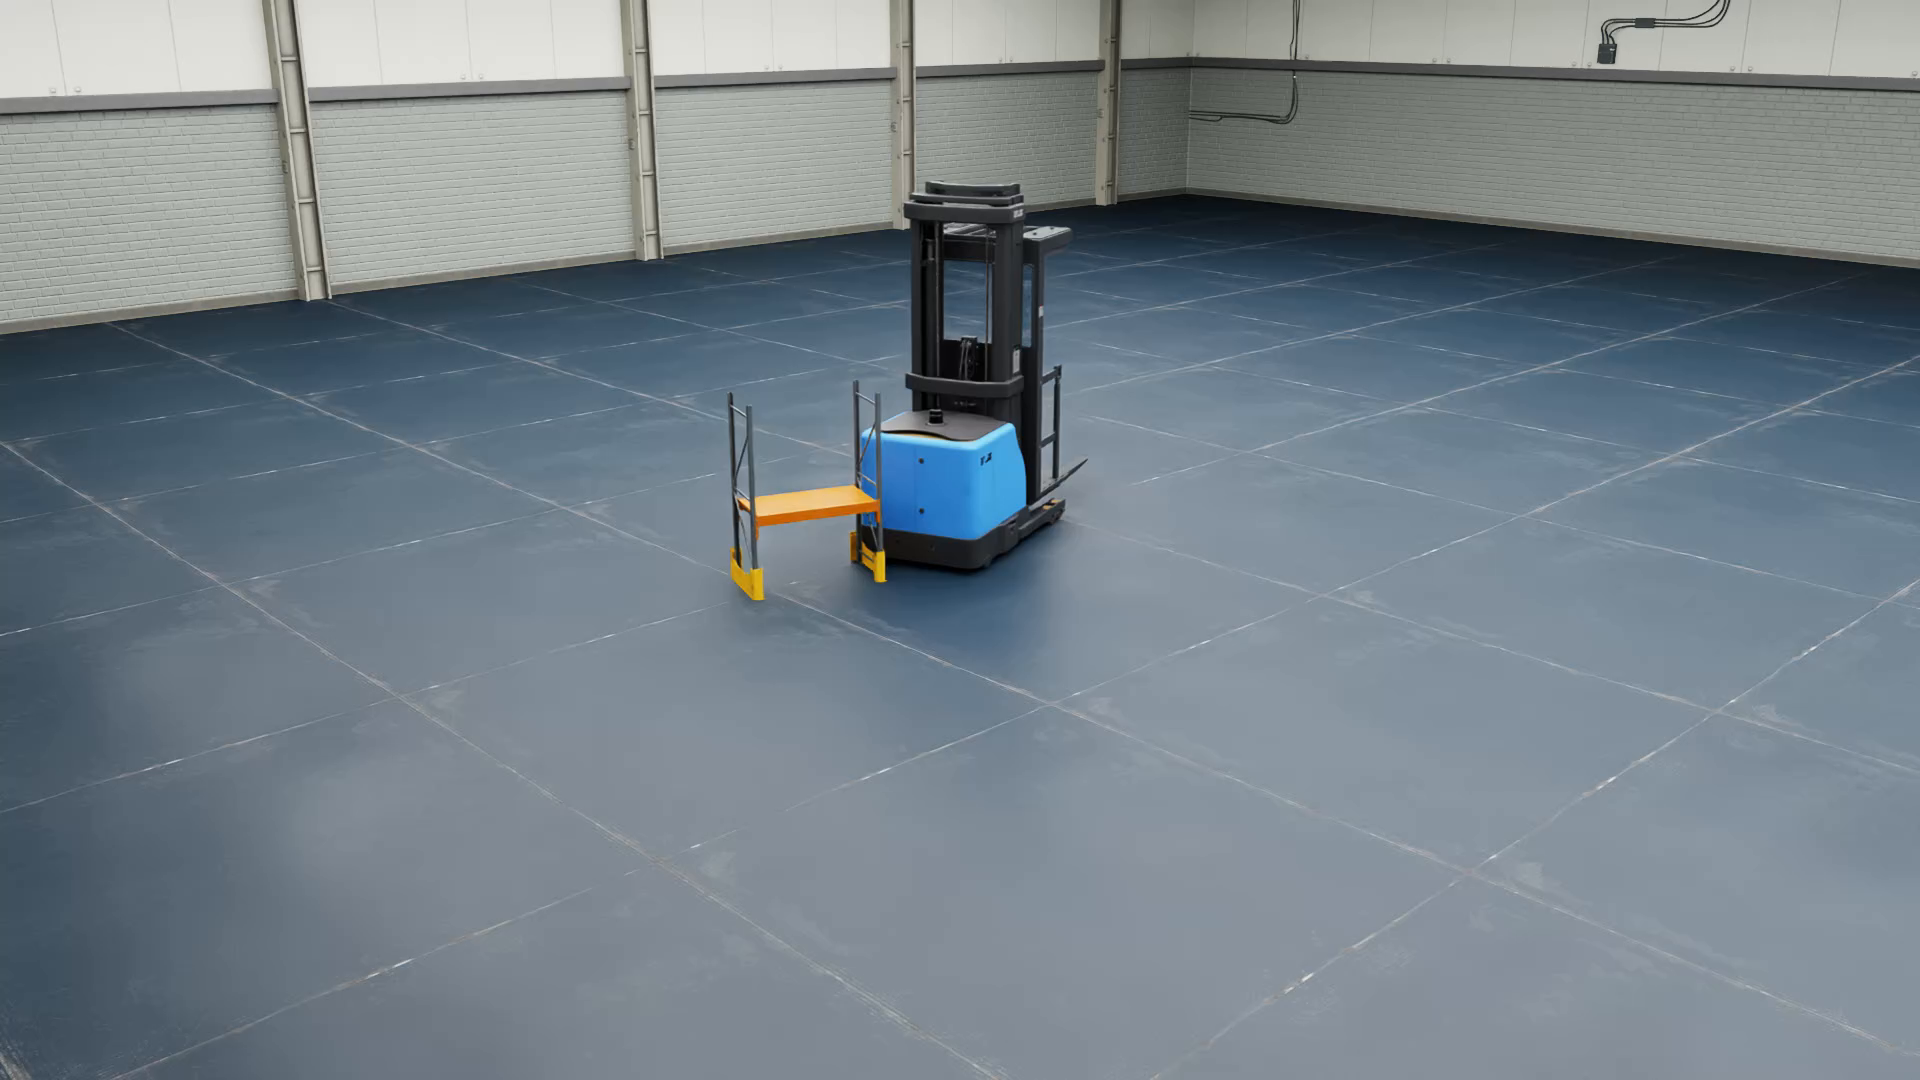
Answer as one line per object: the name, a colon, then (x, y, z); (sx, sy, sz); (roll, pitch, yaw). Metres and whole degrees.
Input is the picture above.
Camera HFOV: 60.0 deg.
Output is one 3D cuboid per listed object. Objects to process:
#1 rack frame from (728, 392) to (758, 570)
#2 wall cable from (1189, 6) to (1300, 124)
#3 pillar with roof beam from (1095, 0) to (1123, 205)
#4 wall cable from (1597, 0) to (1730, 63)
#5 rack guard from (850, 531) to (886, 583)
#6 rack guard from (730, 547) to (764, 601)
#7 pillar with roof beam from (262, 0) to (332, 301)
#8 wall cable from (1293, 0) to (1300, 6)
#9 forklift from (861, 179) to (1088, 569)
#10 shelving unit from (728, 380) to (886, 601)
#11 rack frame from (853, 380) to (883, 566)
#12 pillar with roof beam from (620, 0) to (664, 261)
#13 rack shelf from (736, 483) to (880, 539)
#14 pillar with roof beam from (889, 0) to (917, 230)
rack frame: (-1.640, -0.336, 12.589); (0.032, 1.500, 0.500); (-8, 20, -23)
wall cable: (6.305, -10.626, 37.203); (0.112, 2.526, 3.097); (-16, 24, -41)
pillar with roof beam: (6.213, -10.811, 32.737); (0.400, 9.000, 9.100); (-16, 24, -41)
wall cable: (12.815, -11.590, 29.627); (0.169, 6.003, 2.305); (-16, 24, -41)
rack guard: (-0.734, 0.130, 13.177); (0.087, 0.250, 0.587); (-8, 20, -23)
rack guard: (-1.639, 0.259, 12.782); (0.087, 0.250, 0.587); (-8, 20, -23)
pillar with roof beam: (-6.866, -6.996, 20.973); (0.400, 9.000, 9.100); (-16, 24, -41)
wall cable: (8.163, -12.422, 34.554); (0.112, 2.526, 3.097); (-16, 24, -41)
forklift: (0.273, -1.578, 14.100); (1.130, 2.935, 3.031); (8, 20, 23)
shelving unit: (-1.186, -0.400, 12.787); (1.083, 1.500, 0.587); (-8, 20, -23)
rack frame: (-0.716, -0.467, 12.992); (0.032, 1.500, 0.500); (-8, 20, -23)
pillar with roof beam: (-2.506, -8.268, 24.894); (0.400, 9.000, 9.100); (-16, 24, -41)
rack shelf: (-1.178, -0.230, 12.846); (1.000, 0.185, 0.538); (-8, 20, -23)
pillar with roof beam: (1.853, -9.539, 28.816); (0.400, 9.000, 9.100); (-16, 24, -41)
